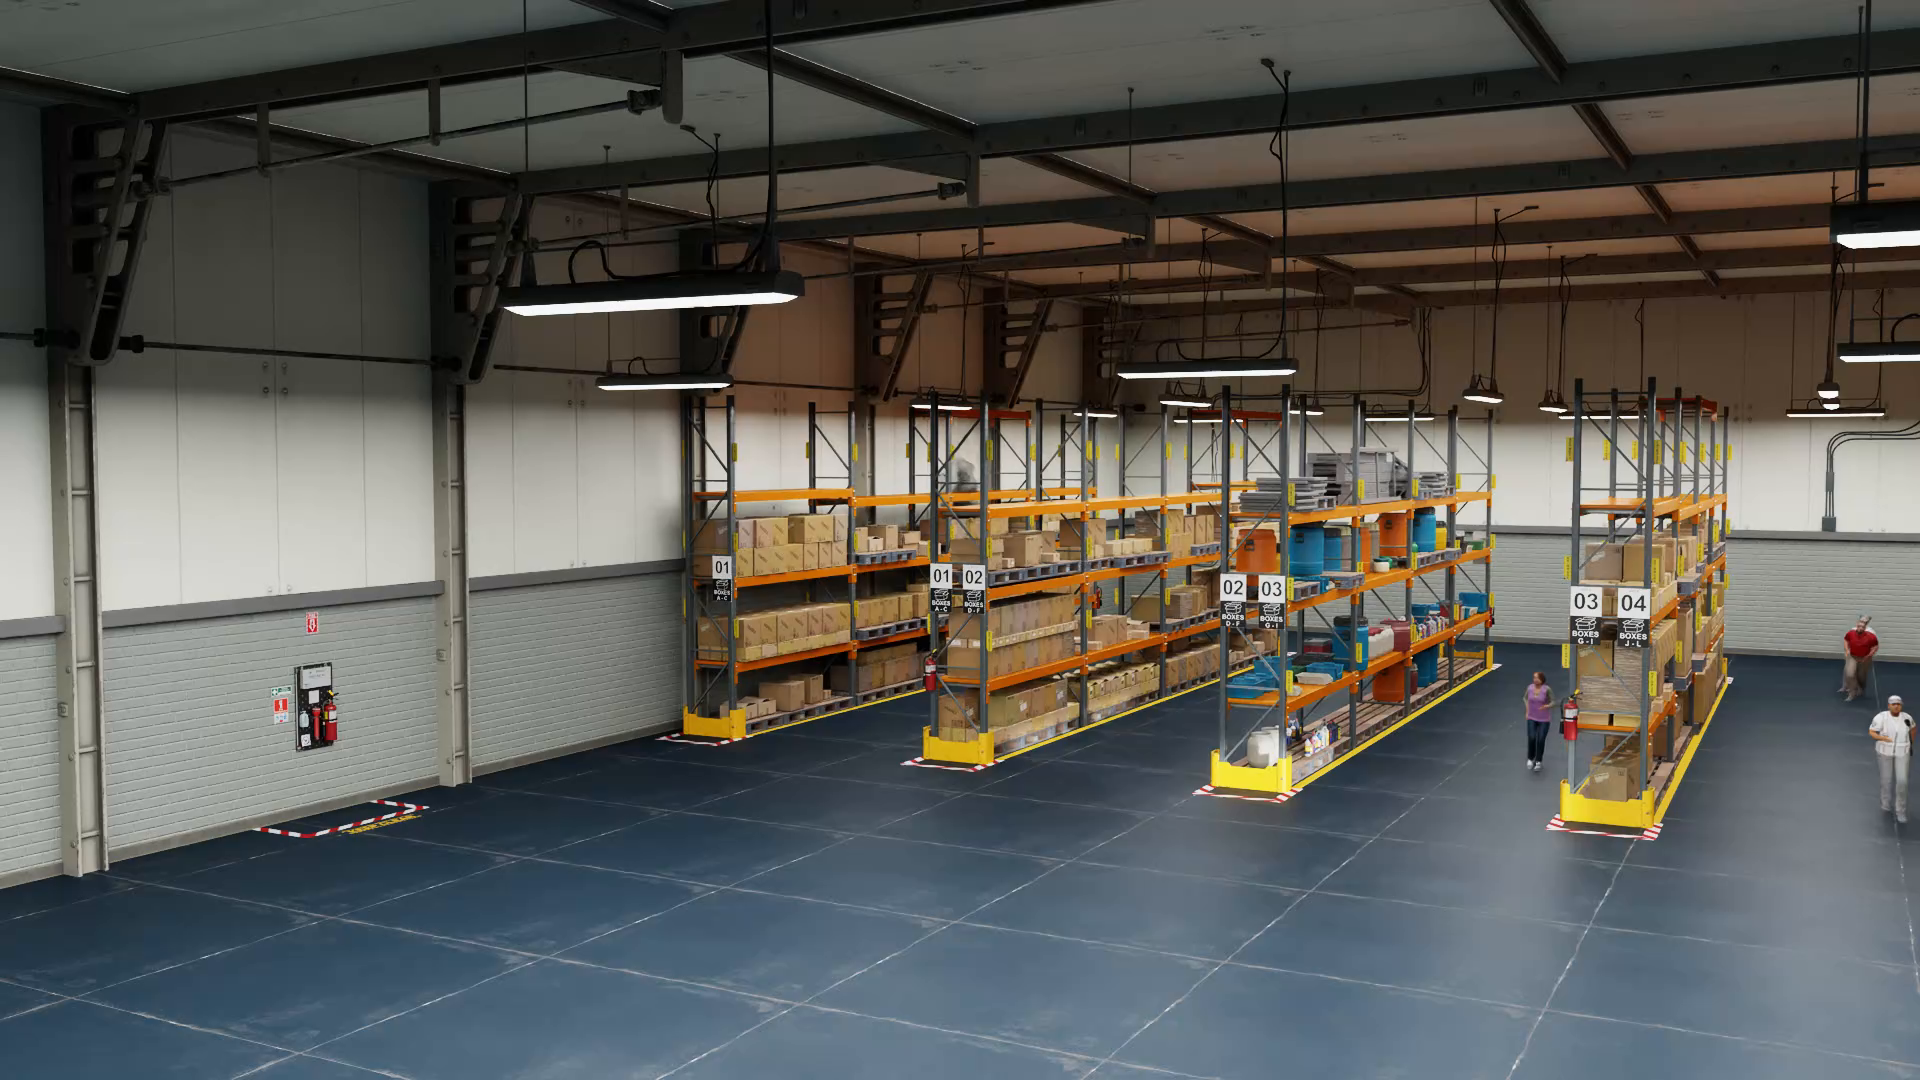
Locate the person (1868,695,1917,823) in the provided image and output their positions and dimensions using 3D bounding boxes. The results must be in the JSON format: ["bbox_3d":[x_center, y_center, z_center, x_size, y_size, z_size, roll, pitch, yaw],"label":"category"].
[{"bbox_3d":[12.804,2.981,22.844,0.587,1.723,0.762,2,3,27],"label":"person"}]

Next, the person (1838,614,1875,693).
[{"bbox_3d":[18.804,2.363,34.725,0.738,1.650,0.618,-2,4,-39],"label":"person"}]

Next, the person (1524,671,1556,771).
[{"bbox_3d":[9.053,2.840,26.029,0.510,1.591,0.646,2,3,27],"label":"person"}]

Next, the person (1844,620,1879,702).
[{"bbox_3d":[18.247,2.432,33.643,0.649,1.678,0.908,2,4,39],"label":"person"}]
